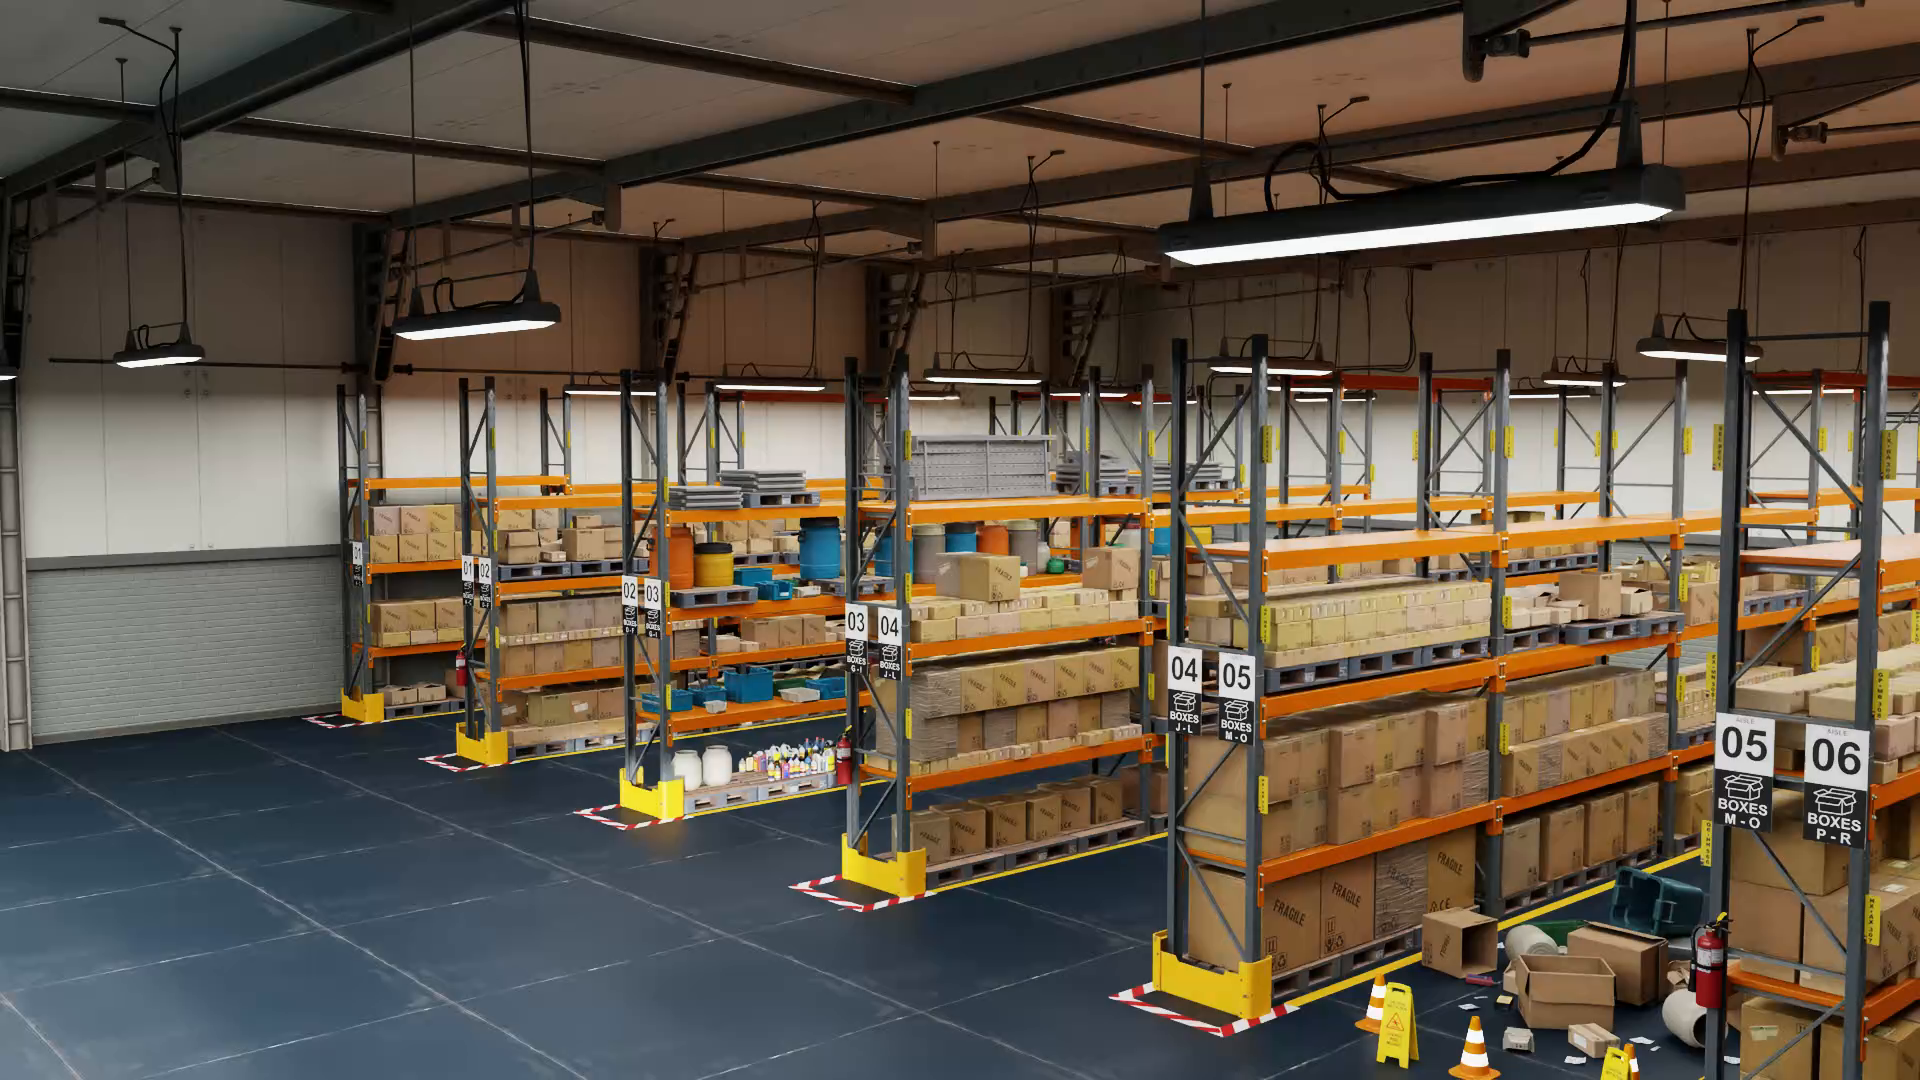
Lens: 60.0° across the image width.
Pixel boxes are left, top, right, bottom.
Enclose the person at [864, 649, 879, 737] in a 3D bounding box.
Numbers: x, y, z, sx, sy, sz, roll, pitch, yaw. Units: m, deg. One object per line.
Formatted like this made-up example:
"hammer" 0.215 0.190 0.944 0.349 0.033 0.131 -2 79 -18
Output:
"person" -1.337 2.464 28.149 0.567 1.661 0.933 3 5 42
